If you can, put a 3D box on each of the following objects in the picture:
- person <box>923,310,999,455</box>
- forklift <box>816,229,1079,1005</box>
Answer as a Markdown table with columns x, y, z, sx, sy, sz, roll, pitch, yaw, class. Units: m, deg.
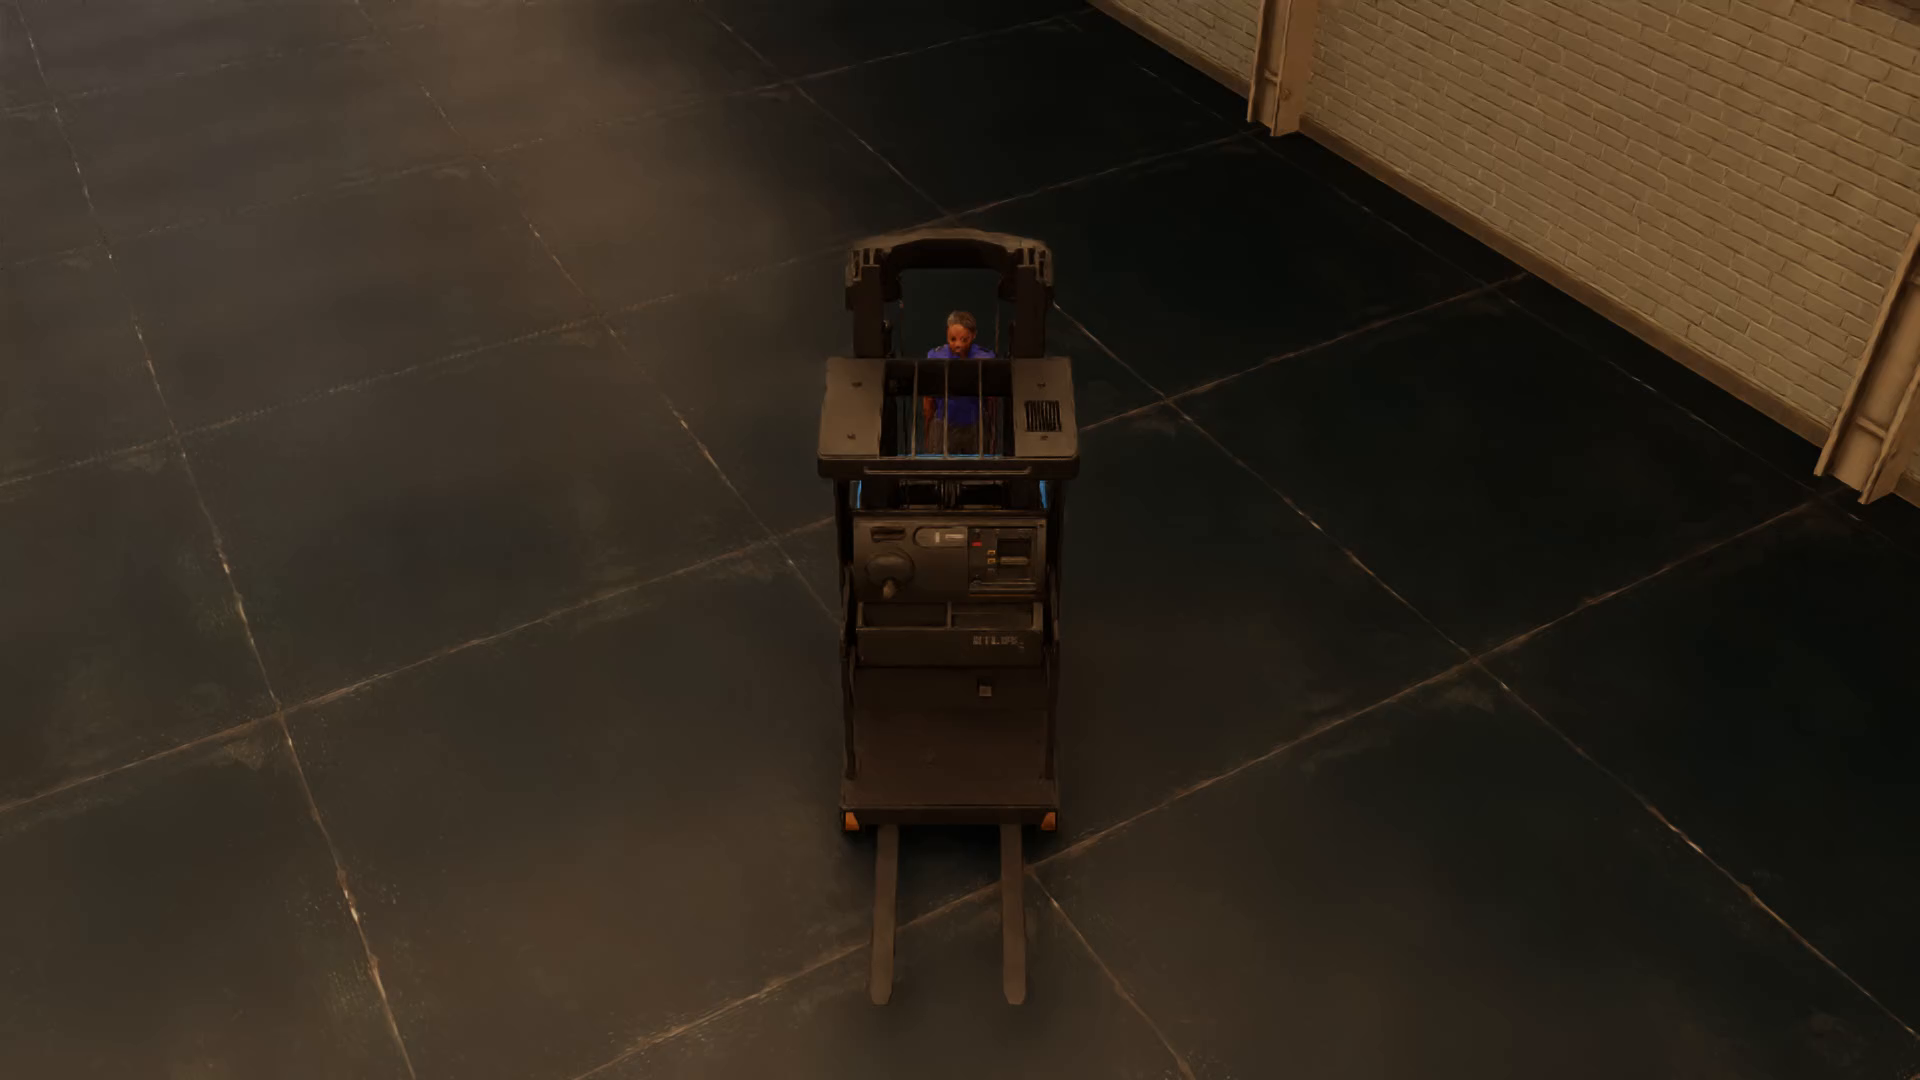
| x | y | z | sx | sy | sz | roll | pitch | yaw | class |
| --- | --- | --- | --- | --- | --- | --- | --- | --- | --- |
| 0.007 | -0.604 | 9.767 | 0.439 | 1.661 | 0.417 | 0 | 40 | 0 | person |
| -0.049 | 0.162 | 7.841 | 1.130 | 2.935 | 3.031 | 0 | 40 | 0 | forklift |
